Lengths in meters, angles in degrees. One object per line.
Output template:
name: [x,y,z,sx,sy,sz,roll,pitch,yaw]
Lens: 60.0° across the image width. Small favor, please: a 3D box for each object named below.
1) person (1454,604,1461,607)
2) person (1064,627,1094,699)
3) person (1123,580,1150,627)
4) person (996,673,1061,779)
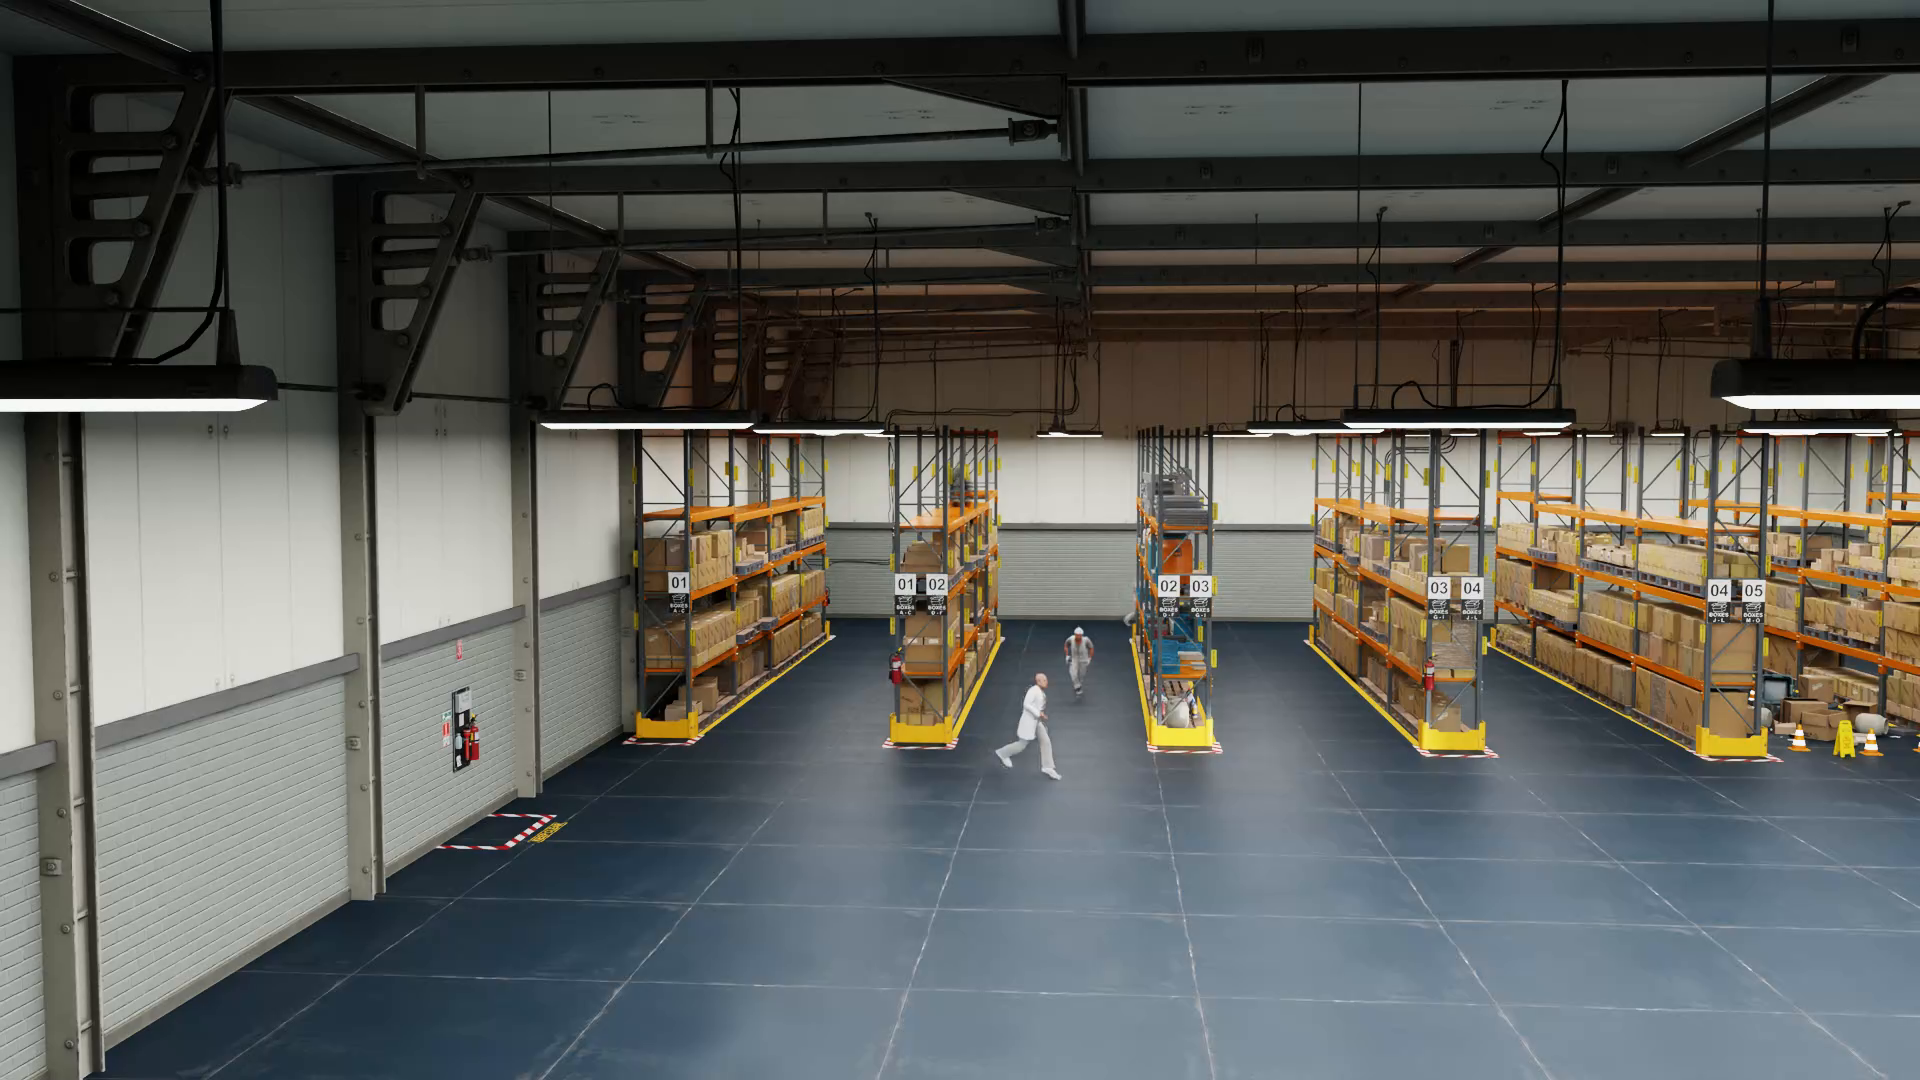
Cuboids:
person: [13.452,2.148,45.128,0.635,1.717,0.659,0,3,8]
person: [2.658,2.710,37.039,0.663,1.619,1.090,0,3,6]
person: [5.379,1.882,50.172,0.931,1.789,0.682,1,4,23]
person: [1.170,3.149,28.325,1.188,1.778,0.712,2,4,27]
